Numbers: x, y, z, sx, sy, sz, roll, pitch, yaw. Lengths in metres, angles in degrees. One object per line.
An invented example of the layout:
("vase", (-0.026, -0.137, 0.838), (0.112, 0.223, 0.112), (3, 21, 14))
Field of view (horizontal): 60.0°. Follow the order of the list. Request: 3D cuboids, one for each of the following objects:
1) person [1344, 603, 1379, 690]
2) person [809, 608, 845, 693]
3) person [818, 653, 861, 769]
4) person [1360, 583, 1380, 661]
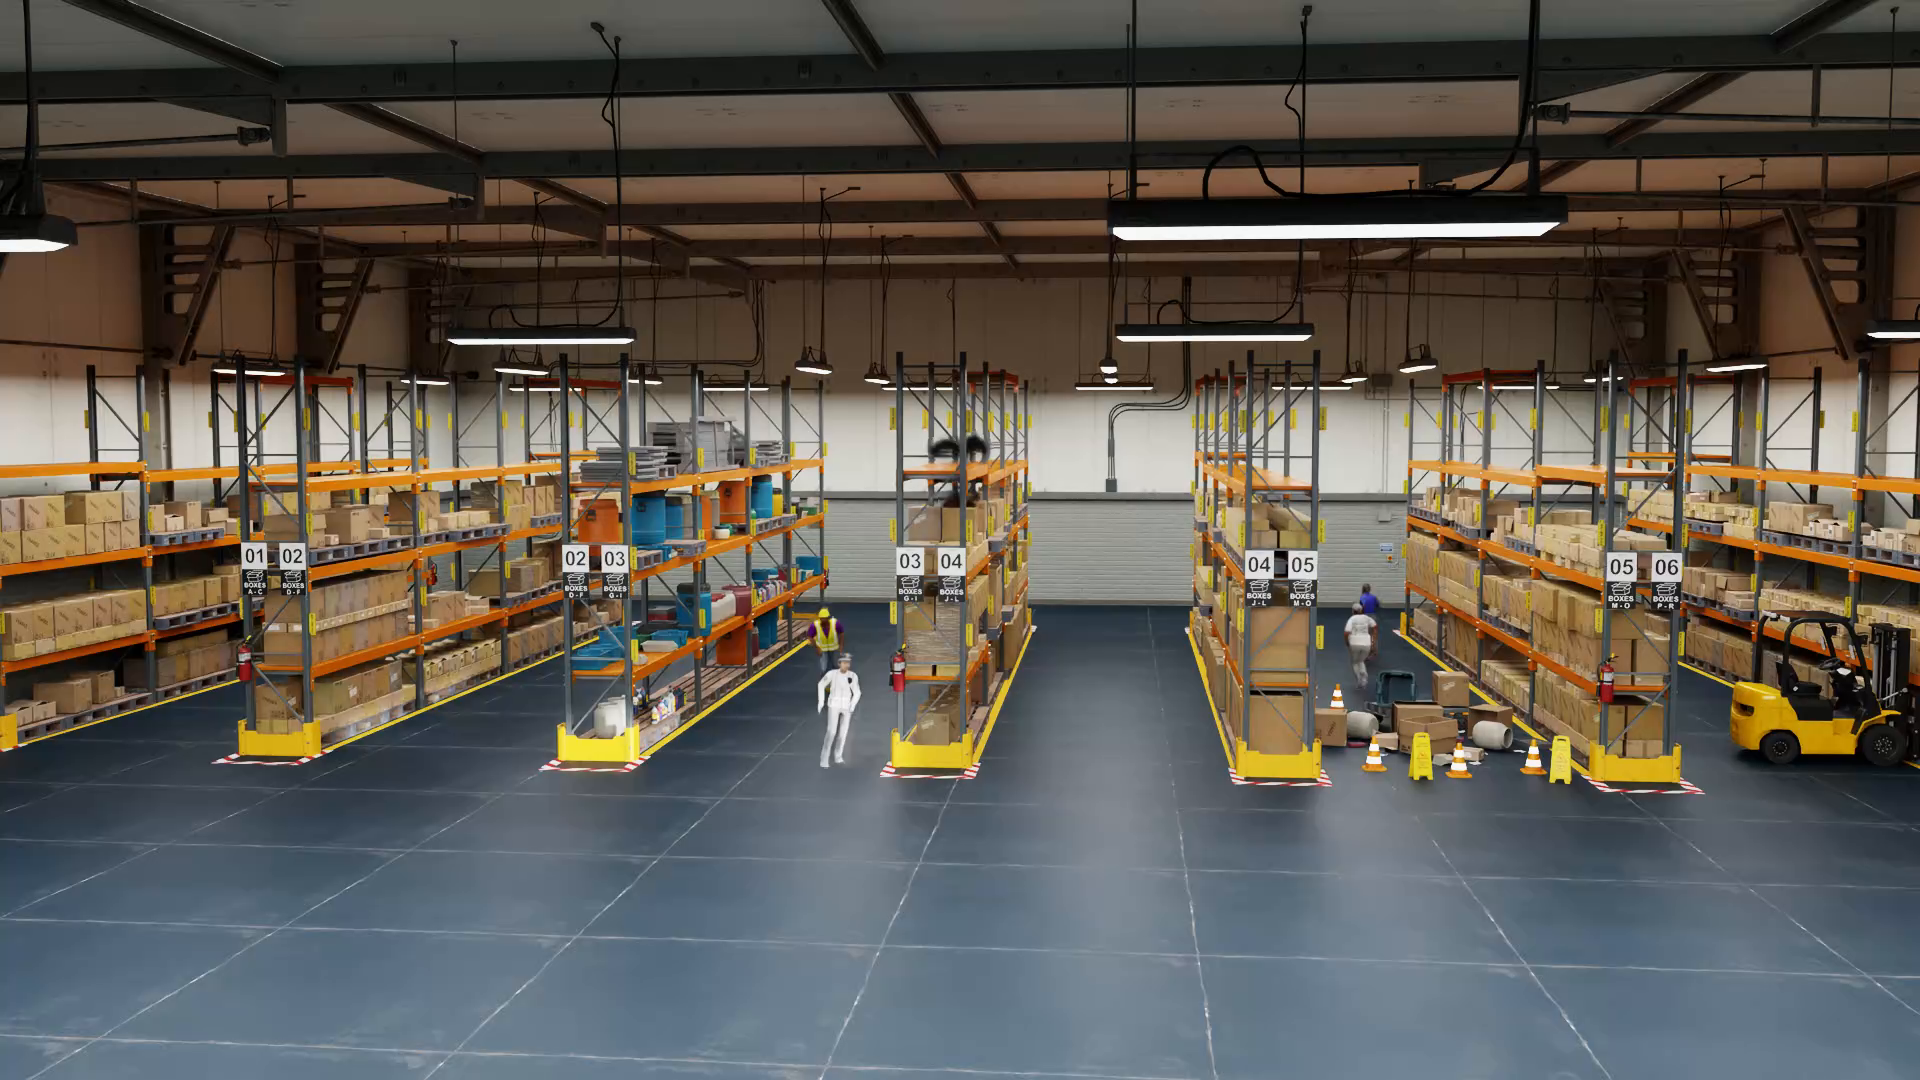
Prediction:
("person", (7.494, 1.989, 31.145), (0.677, 1.624, 0.479), (-1, 4, -9))
("person", (-2.463, 2.022, 30.674), (0.673, 1.600, 0.939), (-1, 4, -12))
("person", (-1.740, 2.479, 24.111), (0.612, 1.711, 0.707), (-1, 4, -13))
("person", (8.574, 1.730, 34.664), (0.551, 1.631, 0.790), (-1, 4, -14))
